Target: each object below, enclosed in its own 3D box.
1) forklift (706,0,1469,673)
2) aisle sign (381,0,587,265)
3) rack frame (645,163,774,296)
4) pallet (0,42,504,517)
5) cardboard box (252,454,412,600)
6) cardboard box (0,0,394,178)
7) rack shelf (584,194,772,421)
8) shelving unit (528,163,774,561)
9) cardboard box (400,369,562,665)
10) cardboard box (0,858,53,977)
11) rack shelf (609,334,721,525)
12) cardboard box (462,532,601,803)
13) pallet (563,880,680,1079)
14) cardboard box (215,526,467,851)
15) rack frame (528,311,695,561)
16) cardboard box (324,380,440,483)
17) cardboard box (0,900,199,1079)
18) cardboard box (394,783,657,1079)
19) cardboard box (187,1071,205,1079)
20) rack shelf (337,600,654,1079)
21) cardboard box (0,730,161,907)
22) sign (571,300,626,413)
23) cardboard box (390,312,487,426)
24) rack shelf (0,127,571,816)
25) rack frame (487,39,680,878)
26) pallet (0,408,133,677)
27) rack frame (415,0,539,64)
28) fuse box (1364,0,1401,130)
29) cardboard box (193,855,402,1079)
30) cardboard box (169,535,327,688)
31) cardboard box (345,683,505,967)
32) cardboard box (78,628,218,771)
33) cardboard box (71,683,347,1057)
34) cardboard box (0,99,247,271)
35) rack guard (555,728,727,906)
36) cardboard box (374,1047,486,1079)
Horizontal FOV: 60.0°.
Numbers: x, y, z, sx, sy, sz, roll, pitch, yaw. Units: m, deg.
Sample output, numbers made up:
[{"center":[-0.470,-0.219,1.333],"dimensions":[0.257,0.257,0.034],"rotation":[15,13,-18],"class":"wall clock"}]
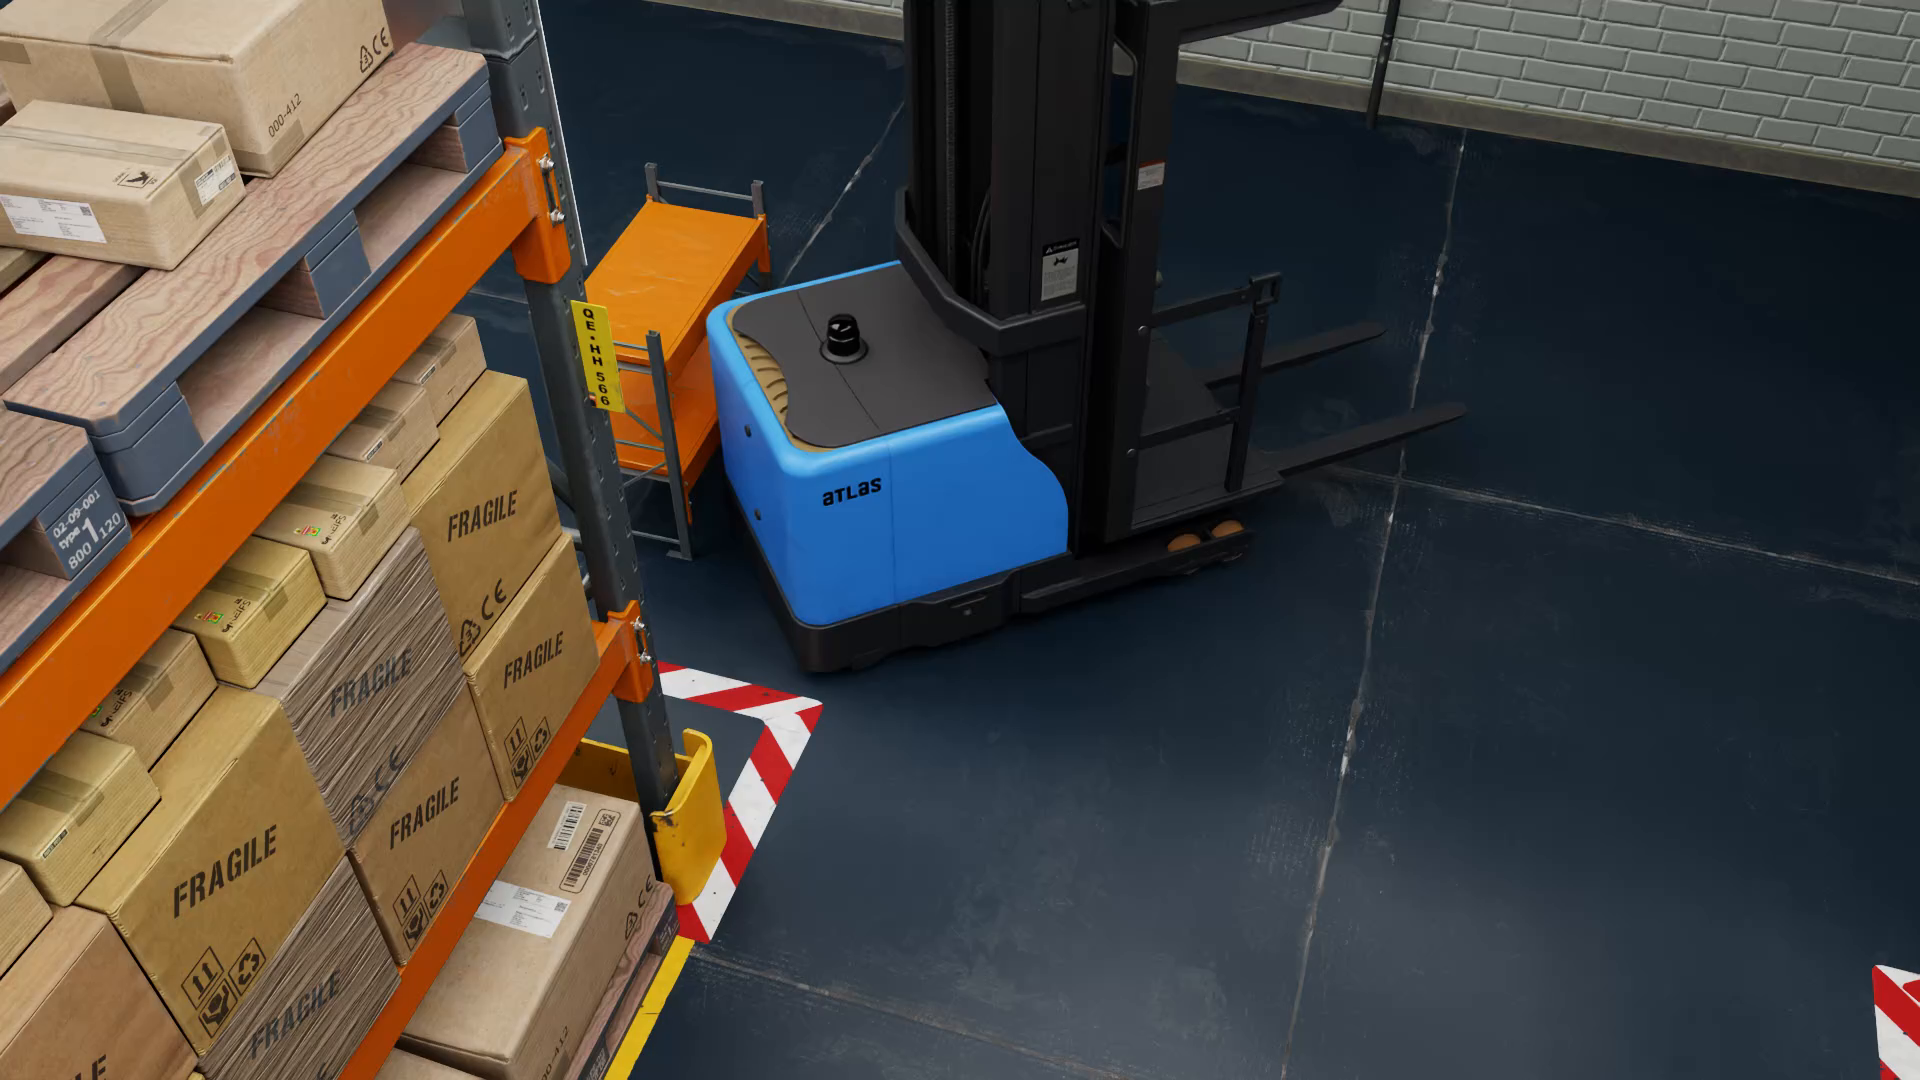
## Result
[{"center":[0.619,-1.234,5.915],"dimensions":[3.031,2.935,1.130],"rotation":[-17,47,-16],"class":"forklift"},{"center":[-1.081,-0.982,3.750],"dimensions":[0.394,0.787,0.004],"rotation":[13,46,13],"class":"aisle sign"},{"center":[-1.022,-1.058,7.027],"dimensions":[0.500,1.125,0.032],"rotation":[12,46,12],"class":"rack frame"},{"center":[-1.613,-0.614,3.152],"dimensions":[1.003,0.211,1.213],"rotation":[13,46,13],"class":"pallet"},{"center":[-1.368,-0.050,3.406],"dimensions":[0.380,0.149,0.250],"rotation":[12,46,12],"class":"cardboard box"},{"center":[-1.449,-0.956,3.173],"dimensions":[0.500,0.250,0.500],"rotation":[9,45,9],"class":"cardboard box"},{"center":[-1.166,-0.926,6.474],"dimensions":[0.538,0.278,1.000],"rotation":[12,46,12],"class":"rack shelf"},{"center":[-1.166,-0.717,6.679],"dimensions":[0.538,1.125,1.048],"rotation":[12,46,12],"class":"shelving unit"},{"center":[-1.318,-0.092,3.913],"dimensions":[0.500,0.500,0.500],"rotation":[14,46,14],"class":"cardboard box"},{"center":[-1.748,0.619,2.722],"dimensions":[0.380,0.149,0.250],"rotation":[14,46,14],"class":"cardboard box"},{"center":[-1.166,-0.542,6.850],"dimensions":[0.538,0.278,1.000],"rotation":[12,46,12],"class":"rack shelf"},{"center":[-1.292,0.271,4.256],"dimensions":[0.500,0.500,0.500],"rotation":[13,46,13],"class":"cardboard box"},{"center":[-1.566,1.476,5.091],"dimensions":[1.003,0.211,1.213],"rotation":[13,46,13],"class":"pallet"},{"center":[-1.448,0.263,3.550],"dimensions":[0.500,0.500,0.500],"rotation":[13,46,13],"class":"cardboard box"},{"center":[-1.309,-0.376,6.330],"dimensions":[0.500,1.125,0.032],"rotation":[12,46,12],"class":"rack frame"},{"center":[-1.370,-0.239,3.600],"dimensions":[0.380,0.149,0.250],"rotation":[13,46,13],"class":"cardboard box"},{"center":[-1.755,0.927,2.872],"dimensions":[0.500,0.500,0.500],"rotation":[12,46,12],"class":"cardboard box"},{"center":[-1.503,1.156,4.955],"dimensions":[0.875,0.438,0.875],"rotation":[11,45,11],"class":"cardboard box"},{"center":[-1.749,1.295,3.211],"dimensions":[0.500,0.500,0.500],"rotation":[14,46,14],"class":"cardboard box"},{"center":[-2.004,1.520,3.567],"dimensions":[1.077,0.370,4.000],"rotation":[13,46,13],"class":"rack shelf"},{"center":[-1.650,0.448,2.897],"dimensions":[0.380,0.149,0.250],"rotation":[14,46,13],"class":"cardboard box"},{"center":[-0.885,-0.445,4.063],"dimensions":[0.100,0.325,0.005],"rotation":[13,46,13],"class":"sign"},{"center":[-1.316,-0.414,3.778],"dimensions":[0.380,0.149,0.250],"rotation":[13,46,13],"class":"cardboard box"},{"center":[-2.004,0.448,2.517],"dimensions":[1.077,0.370,4.000],"rotation":[13,46,13],"class":"rack shelf"},{"center":[-1.398,-0.070,4.677],"dimensions":[1.000,3.000,0.127],"rotation":[13,46,13],"class":"rack frame"},{"center":[-1.981,0.202,2.318],"dimensions":[1.003,0.211,1.213],"rotation":[13,46,13],"class":"pallet"},{"center":[-1.398,-2.215,2.579],"dimensions":[1.000,3.000,0.127],"rotation":[13,46,13],"class":"rack frame"},{"center":[2.245,-2.831,8.420],"dimensions":[0.539,1.711,0.414],"rotation":[13,46,13],"class":"fuse box"},{"center":[-1.605,0.948,3.565],"dimensions":[0.500,0.500,0.500],"rotation":[14,46,14],"class":"cardboard box"},{"center":[-1.484,0.110,3.243],"dimensions":[0.380,0.149,0.250],"rotation":[14,46,13],"class":"cardboard box"},{"center":[-1.459,0.603,3.918],"dimensions":[0.500,0.500,0.500],"rotation":[12,46,12],"class":"cardboard box"},{"center":[-1.630,0.269,3.080],"dimensions":[0.380,0.149,0.250],"rotation":[12,46,12],"class":"cardboard box"},{"center":[-1.601,0.592,3.214],"dimensions":[0.500,0.500,0.500],"rotation":[12,46,12],"class":"cardboard box"},{"center":[-1.500,-0.623,2.905],"dimensions":[0.380,0.149,0.250],"rotation":[9,45,9],"class":"cardboard box"},{"center":[-1.391,0.807,5.568],"dimensions":[1.175,0.500,0.348],"rotation":[13,46,13],"class":"rack guard"},{"center":[-1.772,1.768,4.330],"dimensions":[0.875,0.438,0.875],"rotation":[14,46,14],"class":"cardboard box"}]
